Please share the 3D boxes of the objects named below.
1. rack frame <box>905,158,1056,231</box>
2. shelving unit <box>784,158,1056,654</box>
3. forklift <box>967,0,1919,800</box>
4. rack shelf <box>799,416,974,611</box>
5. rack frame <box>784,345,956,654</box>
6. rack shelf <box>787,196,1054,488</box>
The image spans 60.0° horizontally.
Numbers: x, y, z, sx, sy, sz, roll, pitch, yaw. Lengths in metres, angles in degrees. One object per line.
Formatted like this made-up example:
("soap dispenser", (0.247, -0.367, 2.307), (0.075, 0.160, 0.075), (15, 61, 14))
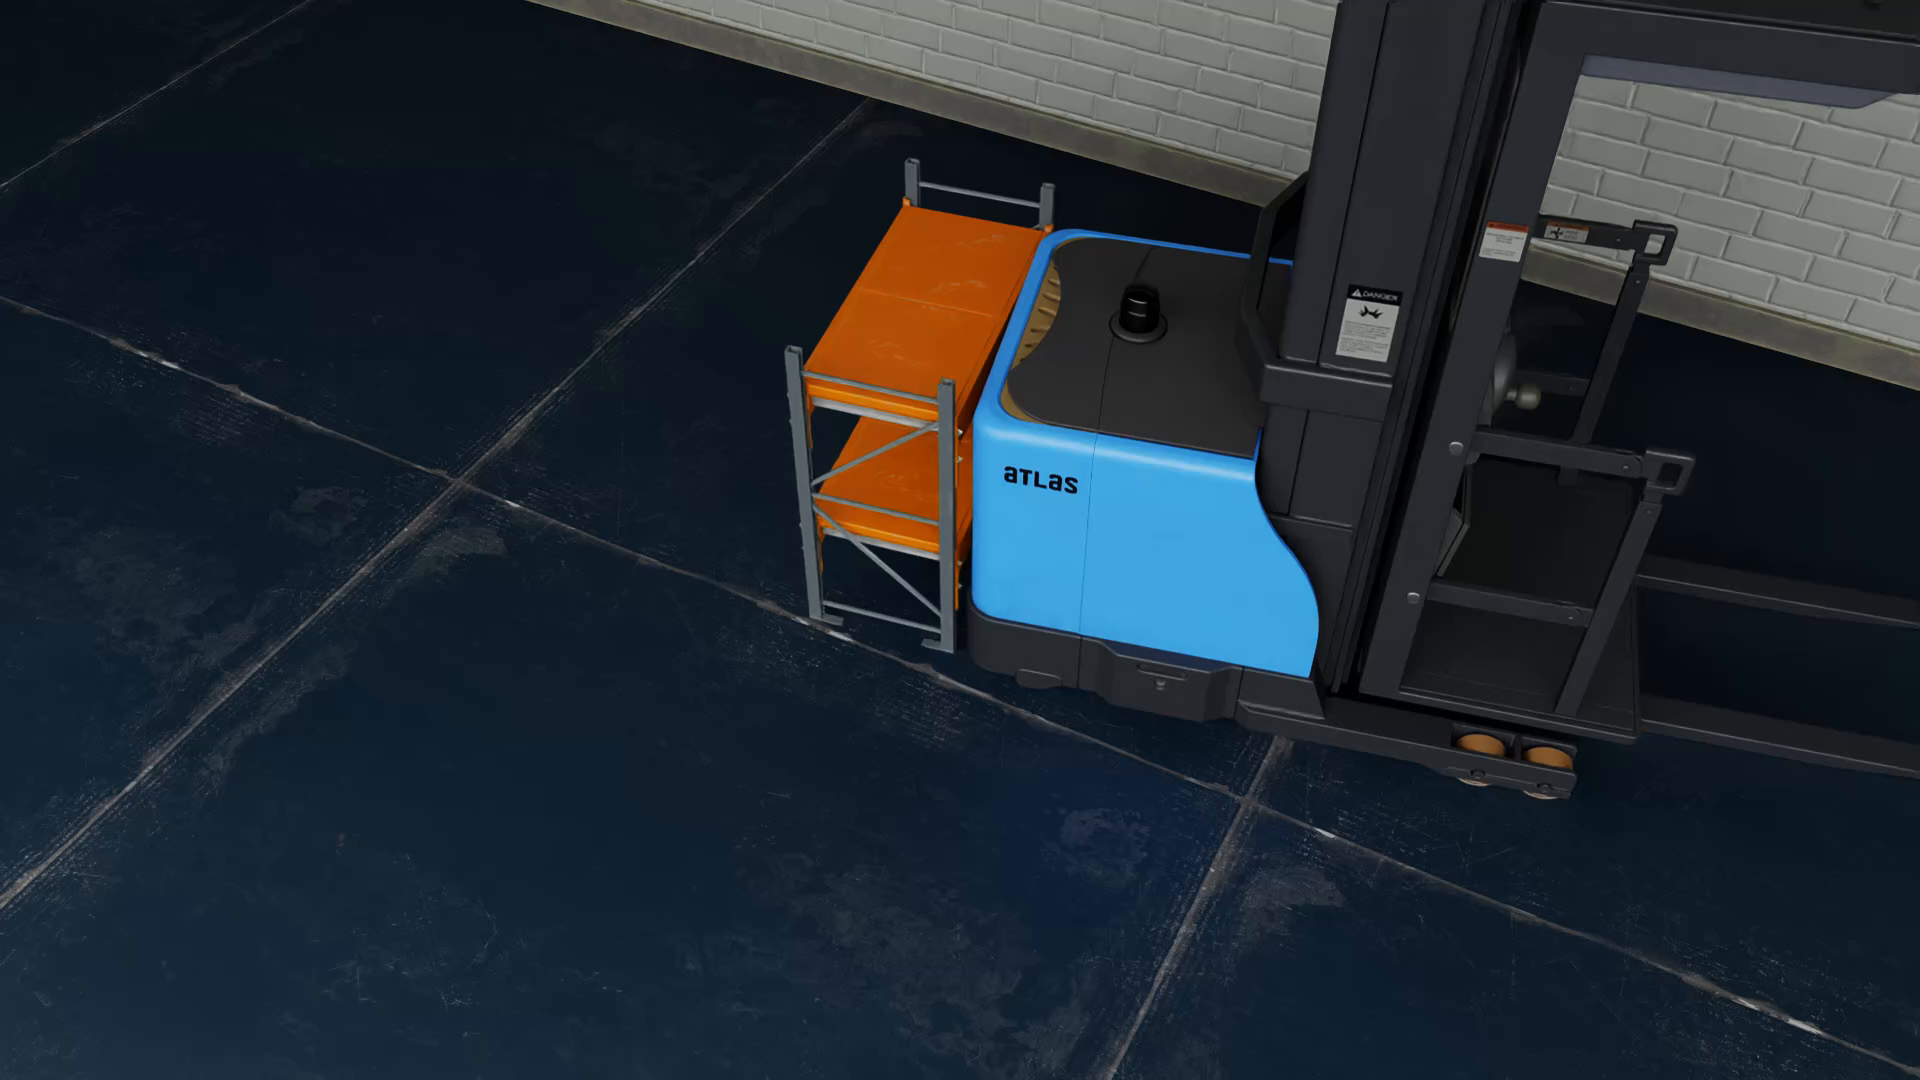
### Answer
("rack frame", (0.063, -0.780, 5.730), (0.500, 1.125, 0.032), (13, 47, 13))
("shelving unit", (-0.096, -0.436, 5.390), (0.538, 1.125, 1.048), (13, 47, 13))
("forklift", (1.597, -0.675, 4.357), (3.031, 2.935, 1.130), (10, 46, 10))
("rack shelf", (-0.096, -0.264, 5.564), (0.538, 0.278, 1.000), (13, 47, 13))
("rack frame", (-0.254, -0.093, 5.051), (0.500, 1.125, 0.032), (13, 47, 13))
("rack shelf", (-0.096, -0.642, 5.182), (0.538, 0.278, 1.000), (13, 47, 13))
